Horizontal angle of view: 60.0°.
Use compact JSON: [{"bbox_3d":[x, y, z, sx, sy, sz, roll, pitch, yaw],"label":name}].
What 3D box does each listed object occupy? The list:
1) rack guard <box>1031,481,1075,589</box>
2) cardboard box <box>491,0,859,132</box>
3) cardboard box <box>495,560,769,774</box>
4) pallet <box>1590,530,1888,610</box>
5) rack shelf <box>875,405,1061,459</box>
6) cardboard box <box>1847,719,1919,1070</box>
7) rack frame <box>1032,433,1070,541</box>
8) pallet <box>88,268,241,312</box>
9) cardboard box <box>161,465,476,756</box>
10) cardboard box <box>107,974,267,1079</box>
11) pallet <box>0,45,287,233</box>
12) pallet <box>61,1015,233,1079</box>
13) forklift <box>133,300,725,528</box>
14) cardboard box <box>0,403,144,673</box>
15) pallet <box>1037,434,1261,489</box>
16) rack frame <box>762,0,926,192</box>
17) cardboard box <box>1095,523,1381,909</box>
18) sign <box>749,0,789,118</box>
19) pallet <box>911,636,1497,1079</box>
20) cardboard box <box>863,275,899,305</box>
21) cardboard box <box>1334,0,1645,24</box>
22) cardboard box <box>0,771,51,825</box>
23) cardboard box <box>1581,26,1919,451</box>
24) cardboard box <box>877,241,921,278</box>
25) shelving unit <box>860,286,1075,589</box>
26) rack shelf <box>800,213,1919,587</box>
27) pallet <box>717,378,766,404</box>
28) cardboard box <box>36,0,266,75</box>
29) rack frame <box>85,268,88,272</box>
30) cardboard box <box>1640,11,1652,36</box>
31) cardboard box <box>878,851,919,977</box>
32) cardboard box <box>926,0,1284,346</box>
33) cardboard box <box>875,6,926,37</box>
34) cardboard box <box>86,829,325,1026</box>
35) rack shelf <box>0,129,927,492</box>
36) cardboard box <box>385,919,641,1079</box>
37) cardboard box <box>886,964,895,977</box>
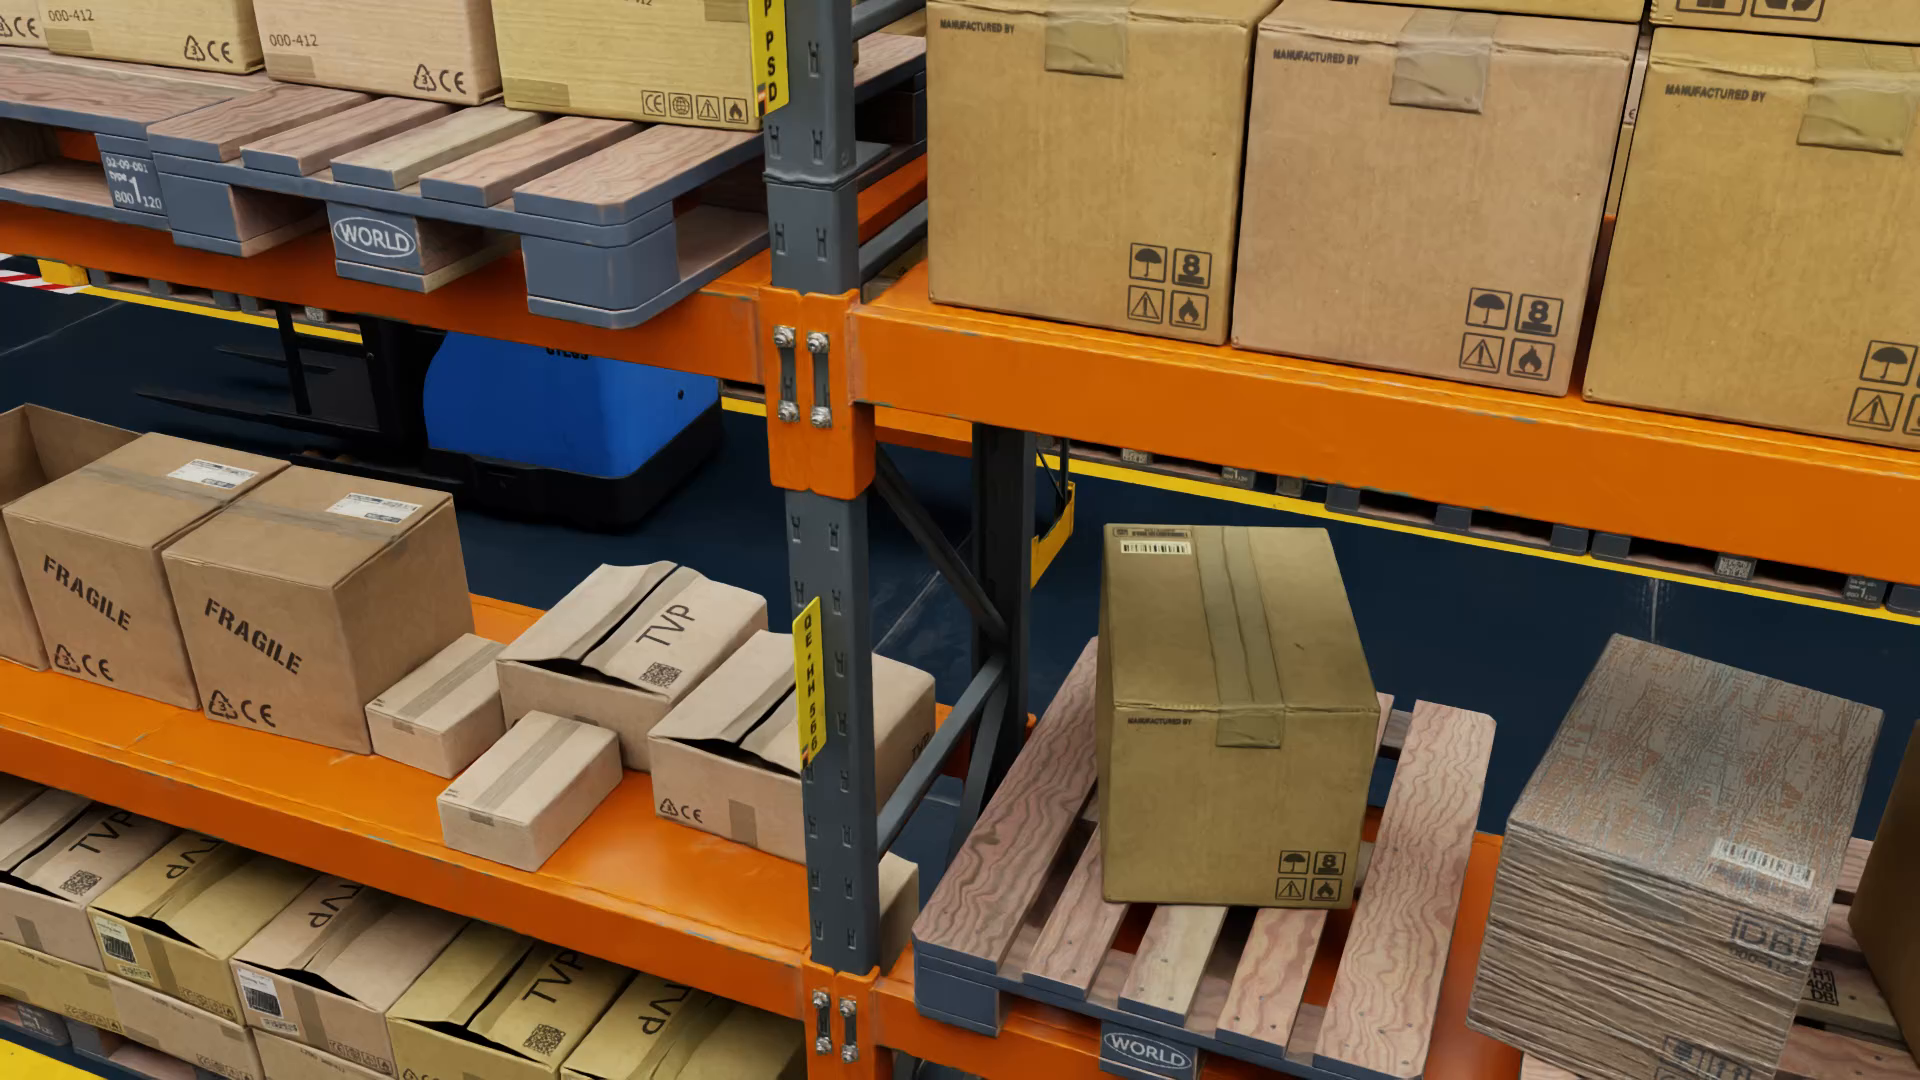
[{"bbox_3d":[0.391,-0.031,7.550,0.087,0.250,0.587,11,31,19],"label":"rack guard"},{"bbox_3d":[-0.511,-0.966,3.088,0.500,0.250,0.500,9,31,15],"label":"cardboard box"},{"bbox_3d":[-0.826,0.301,4.260,0.500,0.311,0.500,11,31,19],"label":"cardboard box"},{"bbox_3d":[3.618,-0.123,7.753,1.213,0.211,1.003,11,31,19],"label":"pallet"},{"bbox_3d":[-0.079,-0.512,7.497,1.000,0.185,0.538,11,31,19],"label":"rack shelf"},{"bbox_3d":[1.976,0.731,2.880,0.500,0.500,0.700,4,30,6],"label":"cardboard box"},{"bbox_3d":[0.392,-0.575,7.242,0.032,1.500,0.500,11,31,19],"label":"rack frame"},{"bbox_3d":[-4.814,-1.829,10.772,1.213,0.211,1.003,11,31,19],"label":"pallet"},{"bbox_3d":[-1.631,0.169,4.301,0.500,0.500,0.500,10,31,16],"label":"cardboard box"},{"bbox_3d":[-2.071,1.262,4.837,0.500,0.250,0.500,12,32,20],"label":"cardboard box"},{"bbox_3d":[-1.770,-0.998,3.611,1.213,0.211,1.003,13,32,21],"label":"pallet"},{"bbox_3d":[-1.945,1.333,5.177,1.213,0.211,1.003,11,31,19],"label":"pallet"},{"bbox_3d":[-2.778,-1.763,7.890,3.031,2.935,1.130,10,31,17],"label":"forklift"},{"bbox_3d":[-2.583,-0.021,4.637,0.500,0.500,0.500,14,32,23],"label":"cardboard box"},{"bbox_3d":[1.066,-0.675,8.730,1.213,0.211,1.003,11,31,19],"label":"pallet"},{"bbox_3d":[-0.070,-2.096,2.313,0.127,3.000,1.000,11,31,19],"label":"rack frame"},{"bbox_3d":[0.556,0.355,3.546,0.500,0.500,0.700,1,30,2],"label":"cardboard box"},{"bbox_3d":[-0.286,-0.798,2.459,0.005,0.325,0.100,11,31,19],"label":"sign"},{"bbox_3d":[0.585,0.693,3.671,1.003,0.211,1.213,11,31,19],"label":"pallet"},{"bbox_3d":[-0.274,-1.273,9.047,0.500,0.500,0.700,12,32,20],"label":"cardboard box"},{"bbox_3d":[0.805,-1.091,2.466,0.500,0.500,0.500,11,31,19],"label":"cardboard box"},{"bbox_3d":[-3.025,0.831,5.029,0.500,0.311,0.500,11,31,19],"label":"cardboard box"},{"bbox_3d":[1.302,-0.578,2.574,0.500,0.500,0.910,11,31,19],"label":"cardboard box"},{"bbox_3d":[-0.336,-1.610,8.882,0.500,0.250,0.500,10,31,18],"label":"cardboard box"},{"bbox_3d":[-0.071,-0.667,7.406,1.083,1.500,0.587,11,31,19],"label":"shelving unit"},{"bbox_3d":[1.783,-0.107,2.573,4.000,0.370,1.077,11,31,19],"label":"rack shelf"},{"bbox_3d":[-1.195,-1.126,9.528,1.213,0.211,1.003,11,31,19],"label":"pallet"},{"bbox_3d":[-1.530,-1.166,3.441,0.500,0.250,0.500,11,31,18],"label":"cardboard box"},{"bbox_3d":[-5.624,-3.224,10.405,0.127,3.000,1.000,11,31,19],"label":"rack frame"},{"bbox_3d":[2.786,-2.189,7.388,0.500,0.250,0.500,10,31,17],"label":"cardboard box"},{"bbox_3d":[-0.445,1.055,4.633,0.500,0.311,0.500,12,32,21],"label":"cardboard box"},{"bbox_3d":[0.347,-0.768,2.911,0.500,0.500,0.910,11,31,19],"label":"cardboard box"},{"bbox_3d":[-0.321,-2.395,8.390,0.500,0.500,0.700,16,33,26],"label":"cardboard box"},{"bbox_3d":[-2.062,1.020,4.695,0.500,0.311,0.500,12,32,20],"label":"cardboard box"},{"bbox_3d":[-1.923,-0.847,3.883,4.000,0.370,1.077,11,31,19],"label":"rack shelf"},{"bbox_3d":[-1.132,1.208,4.362,0.500,0.311,0.500,11,31,18],"label":"cardboard box"},{"bbox_3d":[-0.445,1.299,4.771,0.500,0.250,0.500,11,31,19],"label":"cardboard box"}]
